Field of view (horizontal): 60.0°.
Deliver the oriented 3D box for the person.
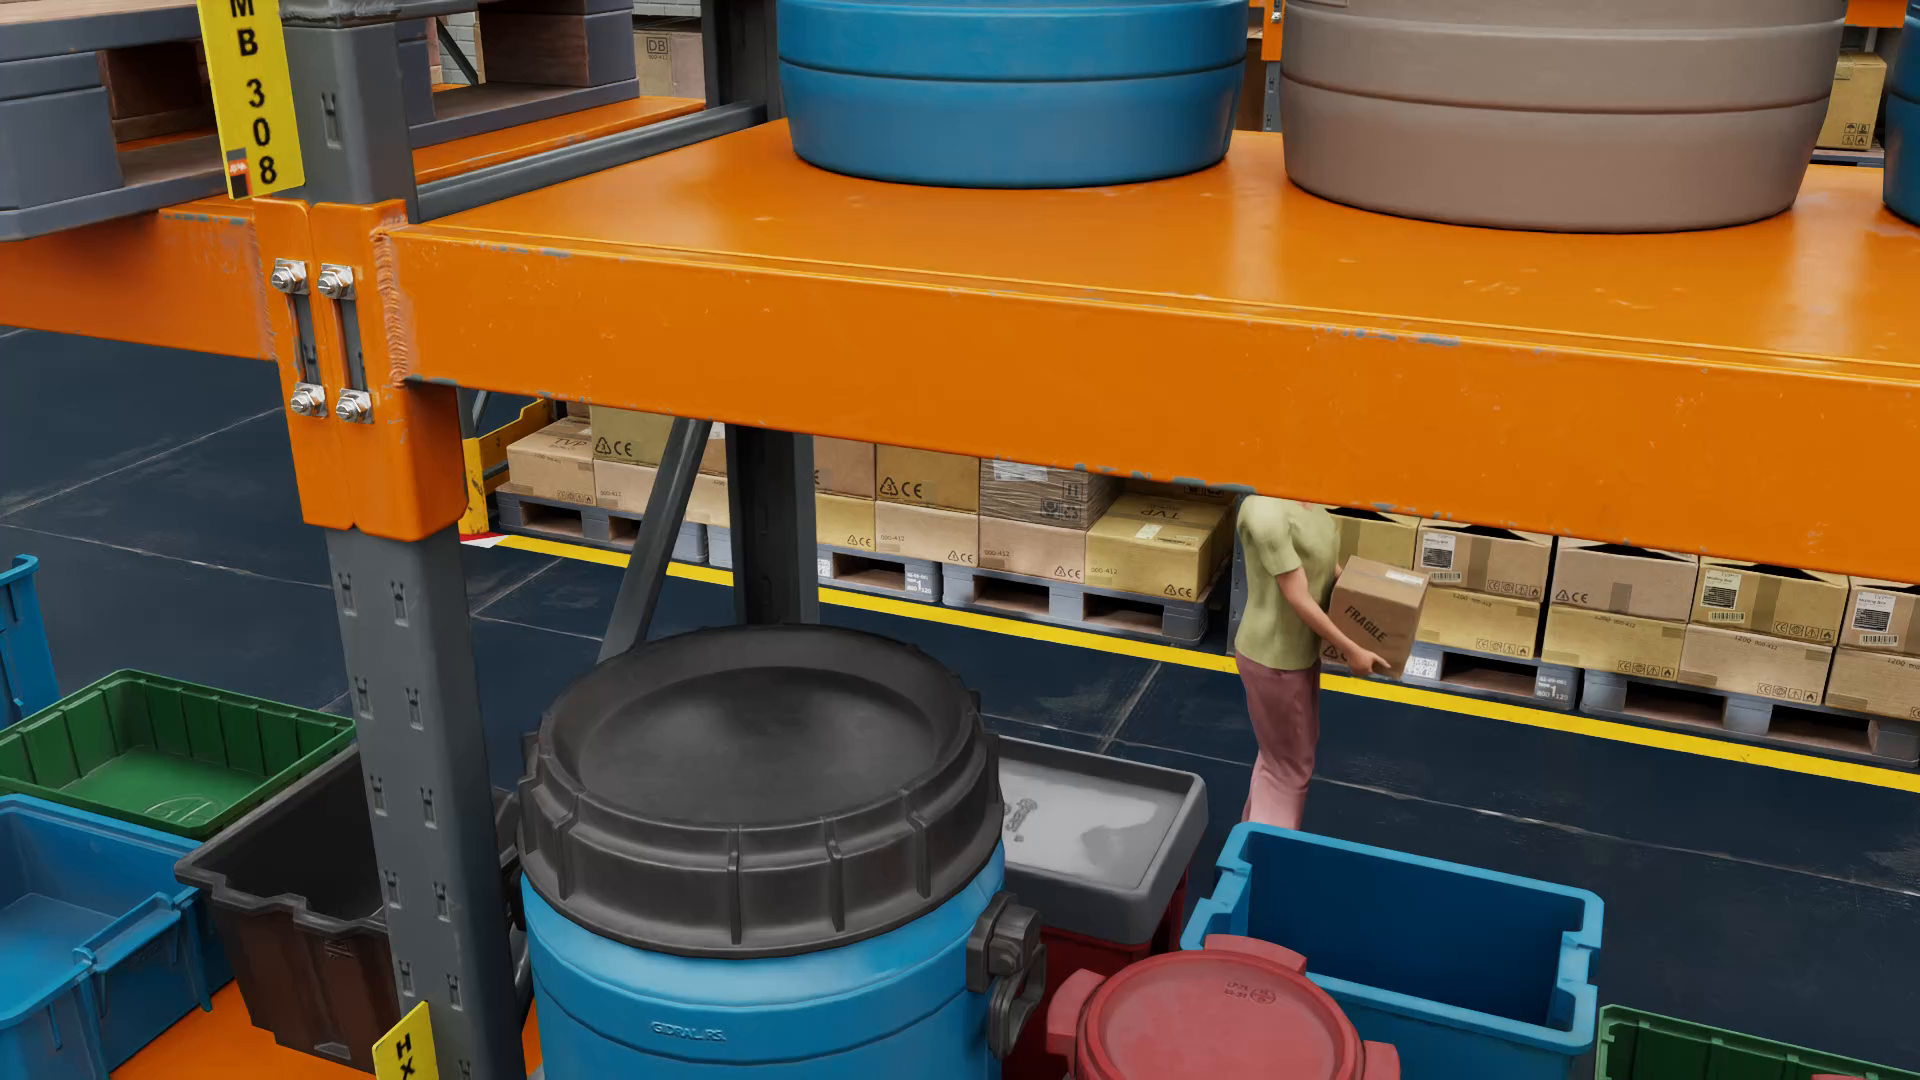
[{"bbox_3d":[1.082,0.371,5.210,0.556,1.665,0.425,9,24,21],"label":"person"}]
